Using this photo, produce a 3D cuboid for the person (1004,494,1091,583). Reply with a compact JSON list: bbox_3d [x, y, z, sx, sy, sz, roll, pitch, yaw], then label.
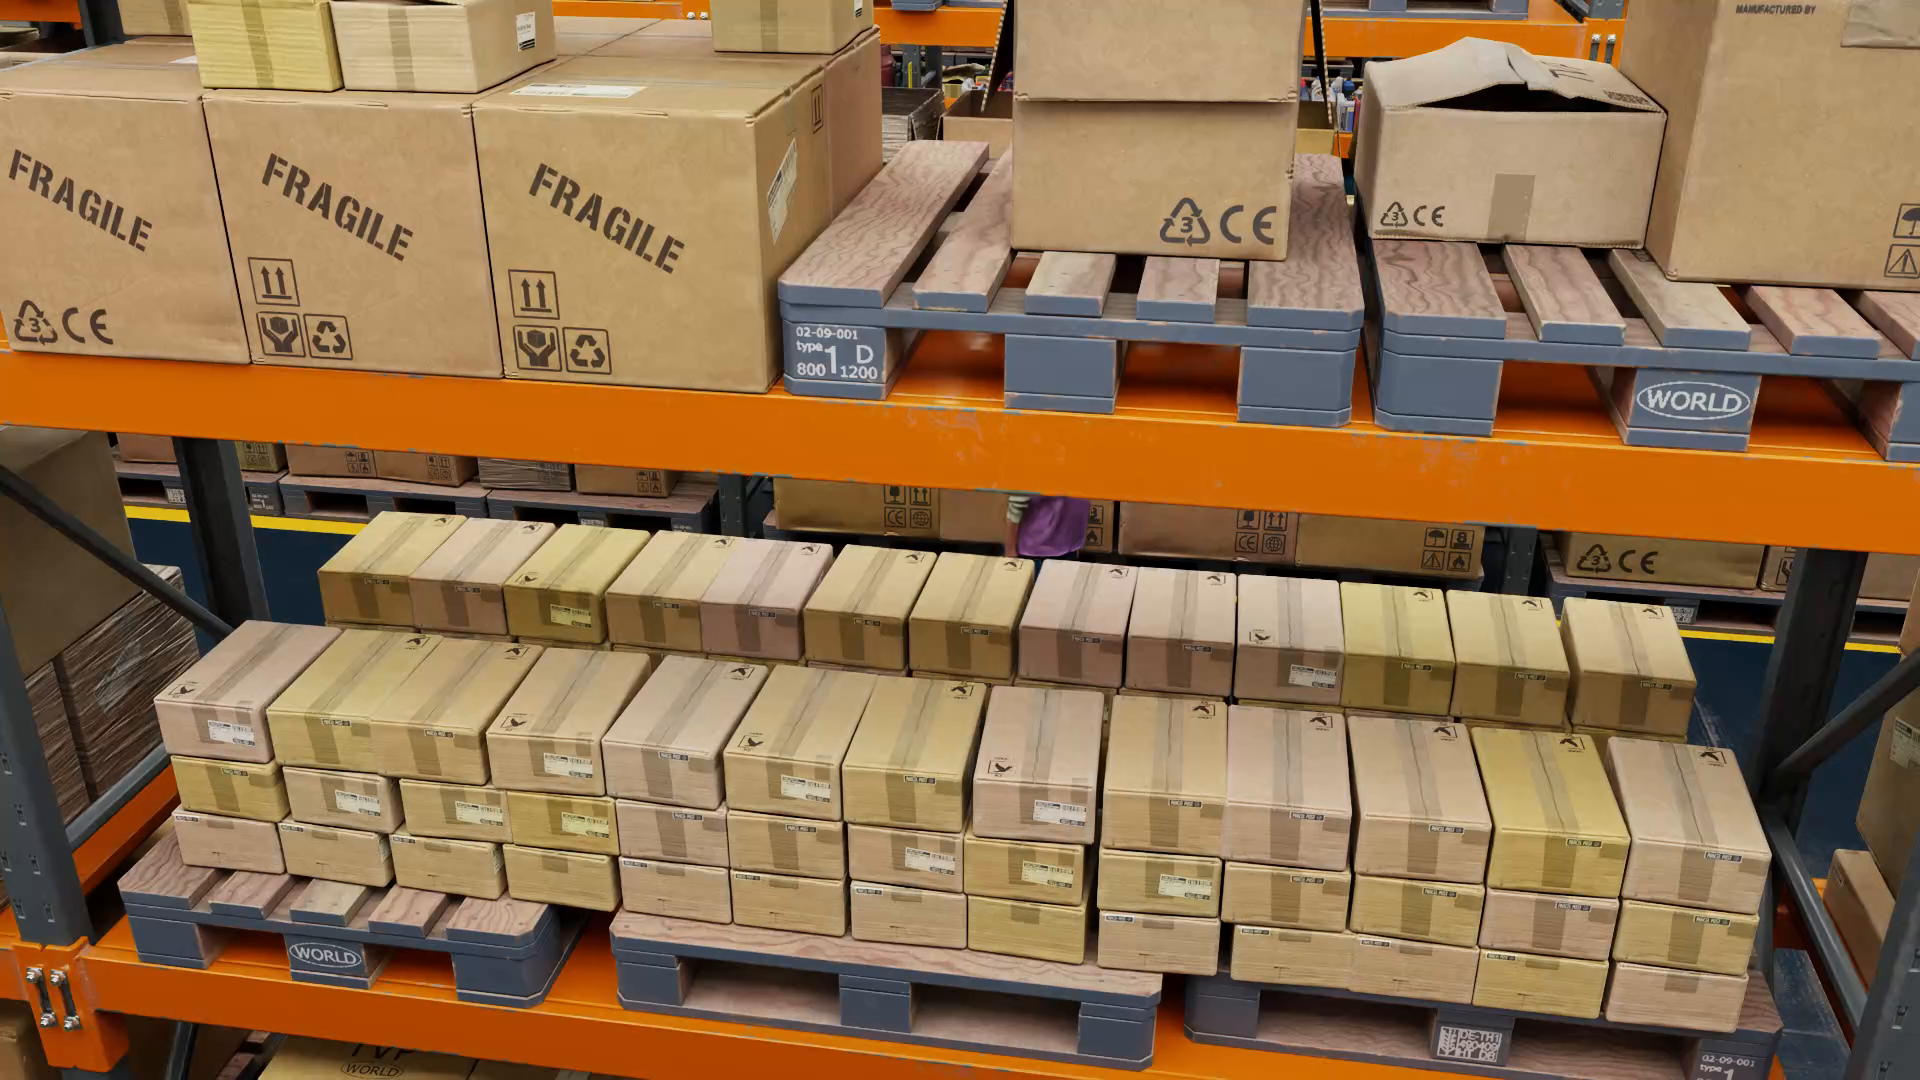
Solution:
[{"bbox_3d":[0.334,0.020,7.057,0.456,1.589,0.472,20,32,35],"label":"person"}]
